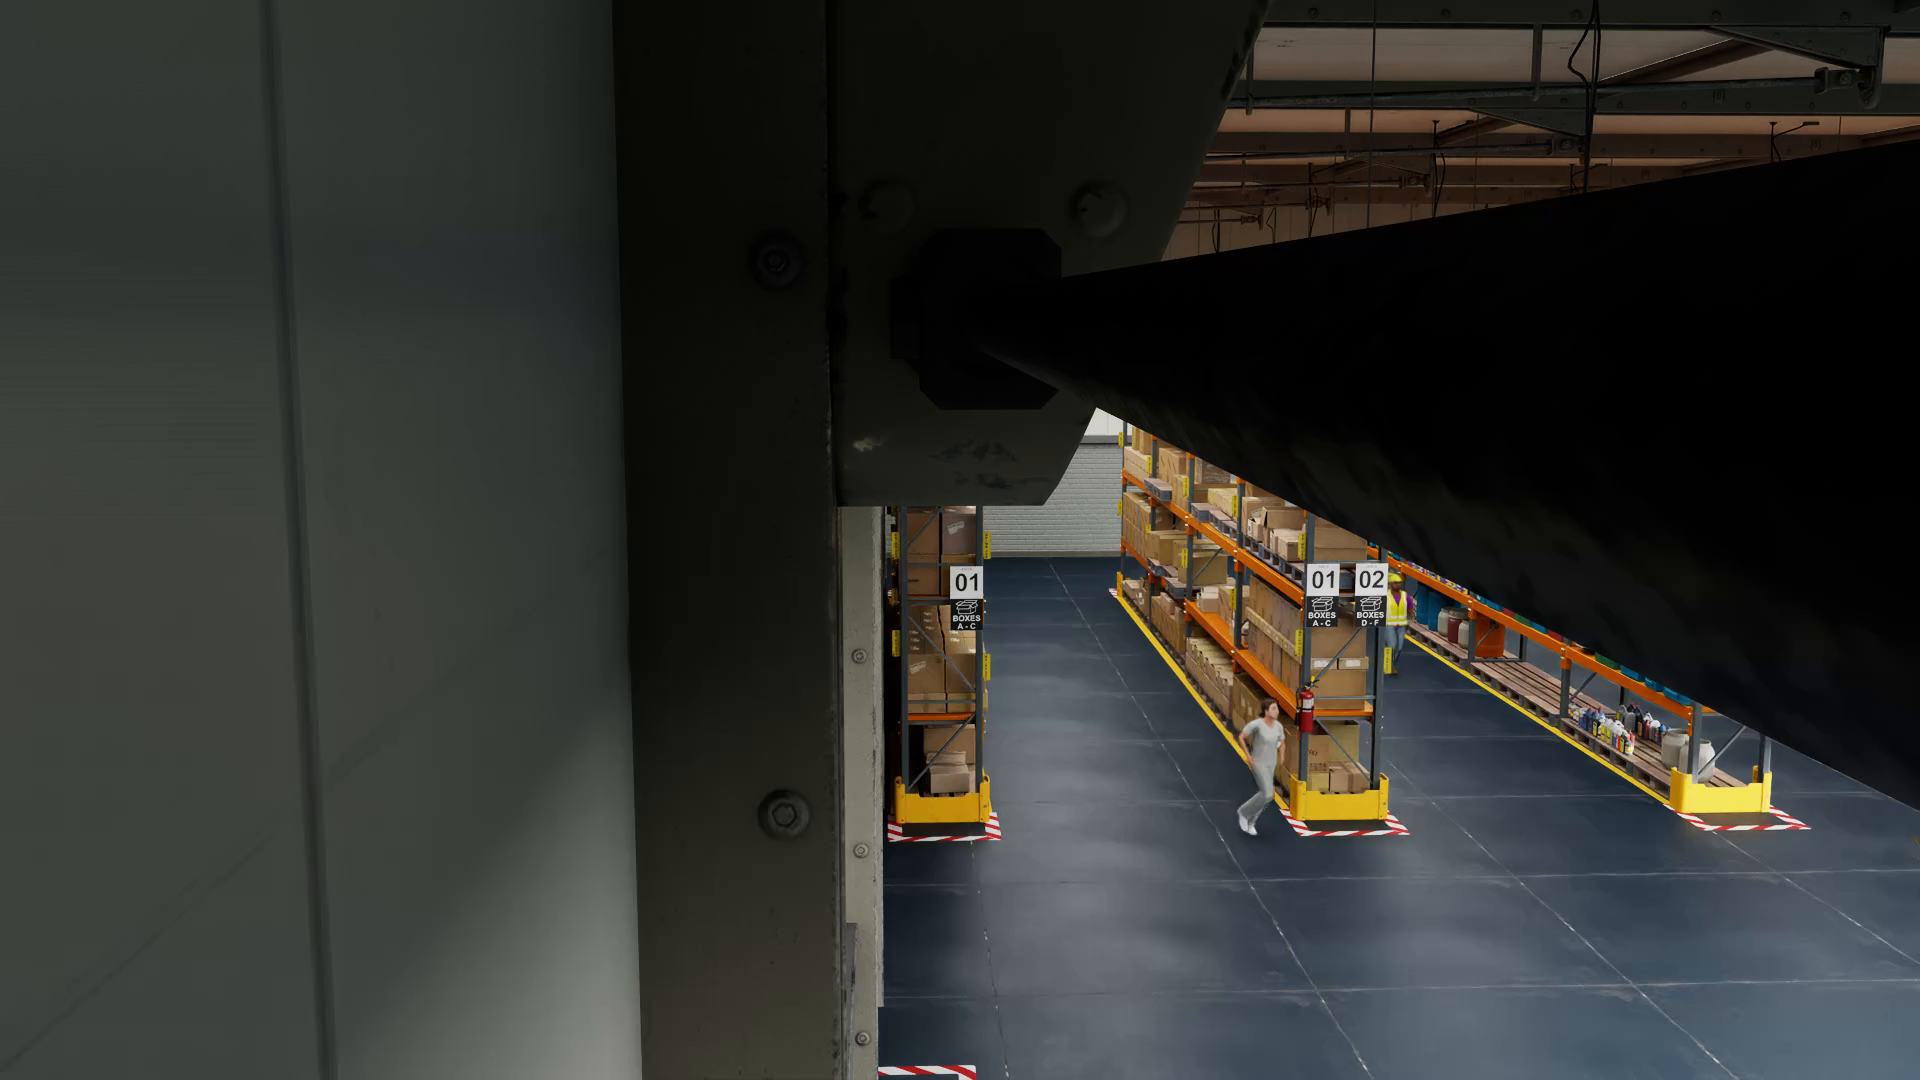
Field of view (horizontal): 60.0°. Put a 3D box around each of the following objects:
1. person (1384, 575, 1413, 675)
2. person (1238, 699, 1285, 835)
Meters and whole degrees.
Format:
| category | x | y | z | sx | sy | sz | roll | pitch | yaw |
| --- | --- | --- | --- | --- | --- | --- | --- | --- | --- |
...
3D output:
| category | x | y | z | sx | sy | sz | roll | pitch | yaw |
| --- | --- | --- | --- | --- | --- | --- | --- | --- | --- |
| person | 7.451 | 1.474 | 28.476 | 0.684 | 1.741 | 0.618 | -1 | 8 | -7 |
| person | 3.685 | 2.727 | 20.027 | 0.582 | 1.641 | 0.523 | -5 | 9 | -31 |
